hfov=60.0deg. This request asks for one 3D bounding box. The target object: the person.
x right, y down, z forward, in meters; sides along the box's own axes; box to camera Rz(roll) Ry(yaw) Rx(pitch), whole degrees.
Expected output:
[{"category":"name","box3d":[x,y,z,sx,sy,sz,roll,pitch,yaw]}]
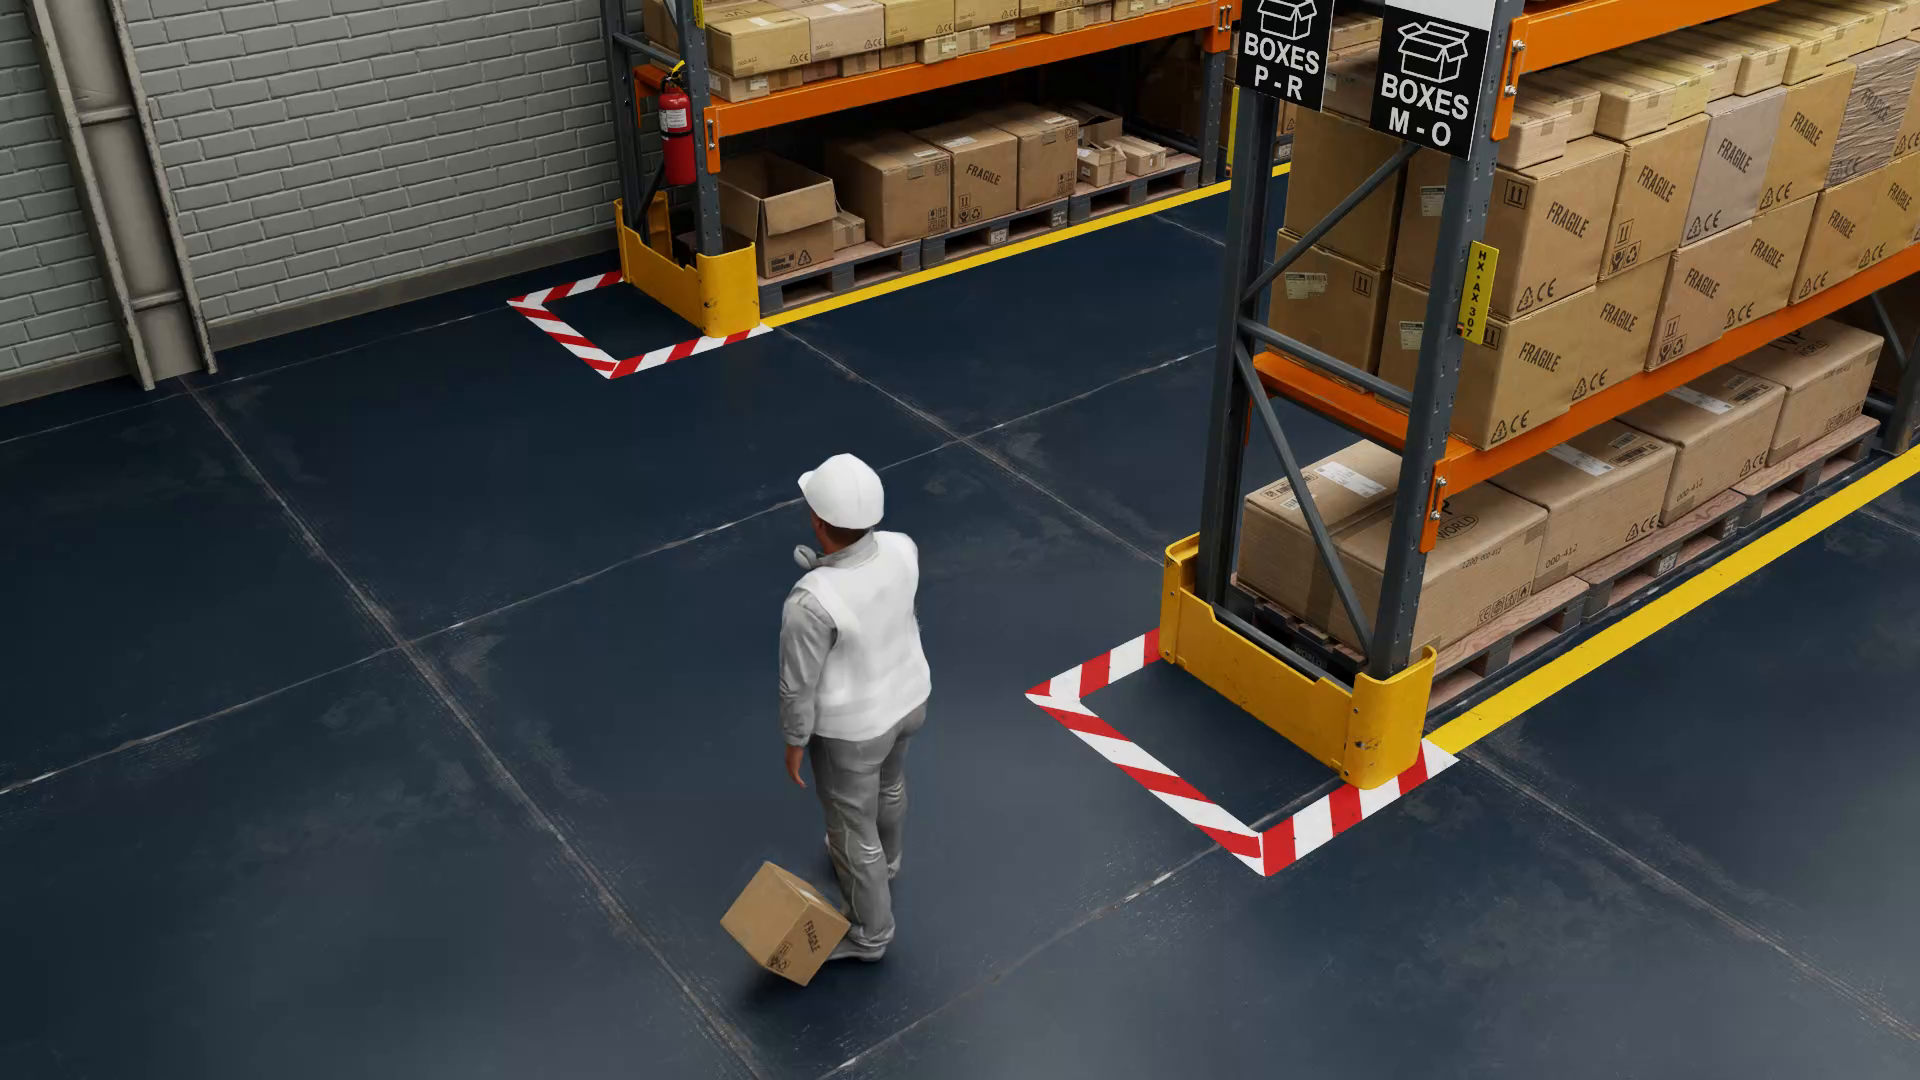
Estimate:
[{"category":"person","box3d":[-0.365,0.502,5.255,0.525,1.778,0.622,24,39,33]}]
